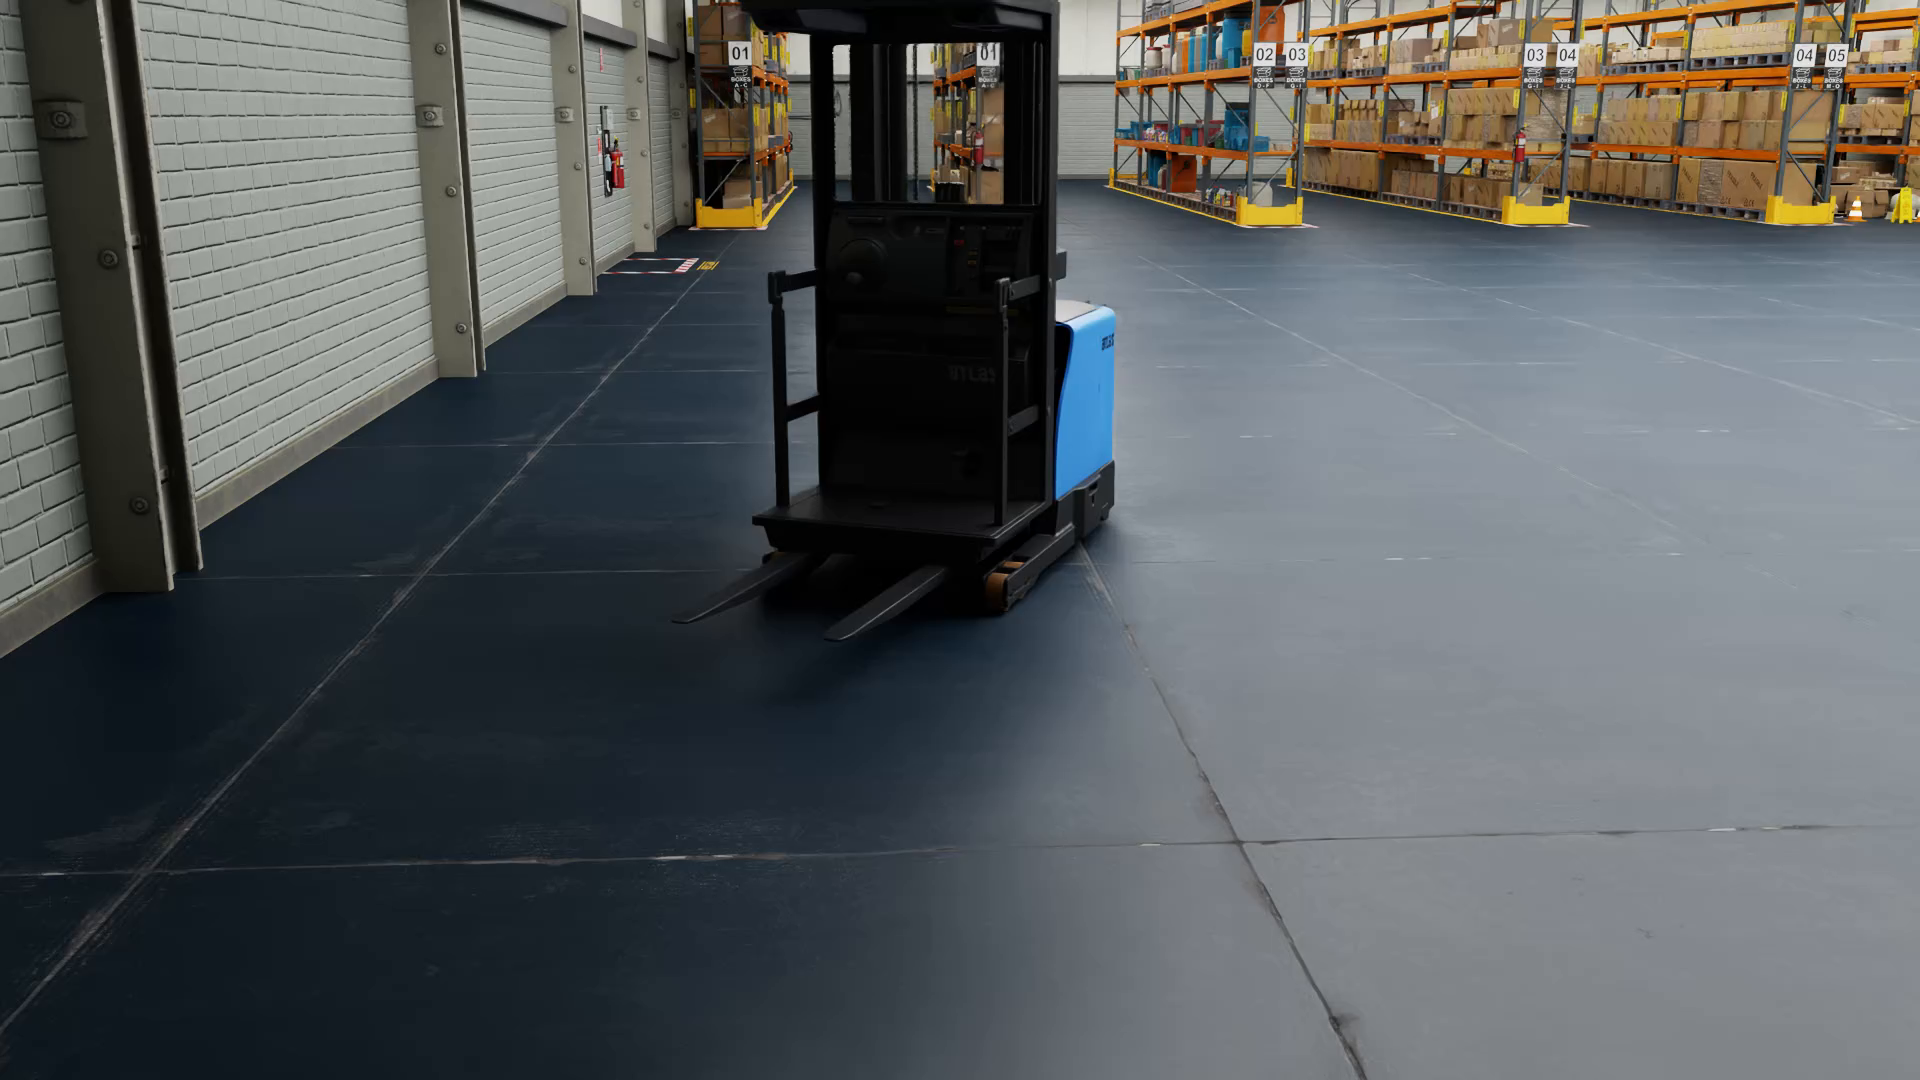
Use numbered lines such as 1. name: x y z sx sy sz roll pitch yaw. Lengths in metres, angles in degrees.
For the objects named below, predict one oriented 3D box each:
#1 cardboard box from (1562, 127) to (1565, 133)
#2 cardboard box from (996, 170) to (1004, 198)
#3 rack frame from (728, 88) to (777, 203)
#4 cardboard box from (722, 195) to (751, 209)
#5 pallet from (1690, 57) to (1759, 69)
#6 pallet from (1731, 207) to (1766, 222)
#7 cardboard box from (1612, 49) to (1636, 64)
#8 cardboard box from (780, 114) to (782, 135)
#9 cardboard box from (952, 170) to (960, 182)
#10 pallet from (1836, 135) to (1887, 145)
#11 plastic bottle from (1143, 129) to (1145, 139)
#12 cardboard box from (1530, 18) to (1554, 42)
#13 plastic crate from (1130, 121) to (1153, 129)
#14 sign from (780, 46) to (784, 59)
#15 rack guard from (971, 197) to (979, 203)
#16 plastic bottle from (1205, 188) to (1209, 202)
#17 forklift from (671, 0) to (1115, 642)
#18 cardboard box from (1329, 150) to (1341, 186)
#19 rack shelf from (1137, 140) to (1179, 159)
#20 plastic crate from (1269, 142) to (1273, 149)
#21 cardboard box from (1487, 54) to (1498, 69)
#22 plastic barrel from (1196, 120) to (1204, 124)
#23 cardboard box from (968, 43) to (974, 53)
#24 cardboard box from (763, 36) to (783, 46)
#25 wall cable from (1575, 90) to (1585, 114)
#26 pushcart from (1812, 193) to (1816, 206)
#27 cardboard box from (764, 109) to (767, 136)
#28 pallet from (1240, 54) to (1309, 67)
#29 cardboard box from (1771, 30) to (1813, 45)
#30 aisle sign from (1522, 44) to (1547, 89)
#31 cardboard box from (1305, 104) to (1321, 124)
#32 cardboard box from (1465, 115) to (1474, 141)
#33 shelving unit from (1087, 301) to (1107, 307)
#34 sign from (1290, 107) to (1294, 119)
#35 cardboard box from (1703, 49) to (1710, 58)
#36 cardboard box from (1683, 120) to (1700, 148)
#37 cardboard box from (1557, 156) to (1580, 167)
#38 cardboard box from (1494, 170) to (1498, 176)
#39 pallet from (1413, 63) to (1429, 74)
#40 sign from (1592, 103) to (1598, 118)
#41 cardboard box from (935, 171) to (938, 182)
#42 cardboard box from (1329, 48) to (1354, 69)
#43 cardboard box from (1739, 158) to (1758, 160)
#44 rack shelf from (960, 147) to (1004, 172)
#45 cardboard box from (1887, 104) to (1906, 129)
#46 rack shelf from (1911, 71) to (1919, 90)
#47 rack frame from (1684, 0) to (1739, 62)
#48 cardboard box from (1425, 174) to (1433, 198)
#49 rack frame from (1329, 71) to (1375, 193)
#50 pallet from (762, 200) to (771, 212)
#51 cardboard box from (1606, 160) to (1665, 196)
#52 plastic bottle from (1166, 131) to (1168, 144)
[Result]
1. cardboard box: 14.587 -9.810 39.794 0.380 0.149 0.250 -2 15 -6
2. cardboard box: 0.944 -6.661 31.065 0.500 0.500 0.500 -1 14 -3
3. rack frame: -4.652 -9.077 37.285 1.000 3.000 0.127 -1 14 -3
4. cardboard box: -4.109 -6.172 30.506 0.500 0.311 0.500 -3 15 -10
5. pallet: 15.424 -9.569 33.356 1.003 0.211 1.213 -1 14 -3
6. pallet: 15.504 -6.215 31.759 1.003 0.211 1.213 -1 14 -3
7. cardboard box: 14.962 -10.836 37.236 0.500 0.311 0.500 -1 14 -3
8. cardboard box: -4.578 -10.036 40.176 0.500 0.500 0.500 -1 14 -3
9. cardboard box: 0.102 -7.905 36.282 0.500 0.311 0.500 -1 14 -5
10. pallet: 20.234 -8.875 36.884 1.003 0.211 1.213 -1 14 -3
11. plastic bottle: 4.585 -10.070 41.380 0.061 0.283 0.133 -1 14 -3
12. cardboard box: 10.853 -9.577 31.409 0.500 0.500 0.500 -1 14 -4
13. plastic crate: 4.948 -11.185 45.288 0.616 0.435 0.499 -1 14 -3
14. sign: -4.359 -11.938 40.716 0.100 0.325 0.005 -1 14 -3
15. rack guard: 0.789 -5.948 30.141 1.175 0.500 0.348 -1 14 -3
16. plastic bottle: 5.066 -7.041 33.964 0.097 0.271 0.097 0 14 0
17. forklift: -0.207 -1.237 6.951 1.130 2.935 3.031 5 15 20
18. cardboard box: 9.991 -9.317 41.638 1.225 0.875 0.875 -1 14 -3
19. rack shelf: 5.112 -9.379 39.902 1.077 0.370 4.000 -1 14 -3
20. plastic crate: 5.837 -7.707 32.491 0.530 0.136 0.437 -1 14 -3
21. cardboard box: 10.335 -9.064 31.518 0.500 0.250 0.500 -1 14 -2
22. plastic barrel: 5.567 -9.185 37.432 0.600 0.536 0.708 -1 14 -3
23. cardboard box: 0.419 -9.266 31.055 0.500 0.311 0.500 1 14 3
24. cardboard box: -4.664 -12.248 41.344 0.500 0.500 0.500 -1 14 -4
25. wall cable: 19.202 -13.358 51.822 0.585 1.953 0.123 -1 14 -3
26. pushcart: 18.046 -7.147 35.046 1.648 0.377 0.936 -6 16 -23
27. cardboard box: -4.029 -8.145 32.421 0.500 0.500 0.500 -1 14 -4
28. pallet: 5.778 -8.809 30.602 1.003 0.211 1.213 -1 14 -3
29. cardboard box: 15.323 -9.261 30.643 0.500 0.250 0.500 -1 14 -3
30. aisle sign: 10.380 -8.556 30.042 0.394 0.787 0.004 -1 14 -3
31. cardboard box: 9.513 -11.354 44.334 0.500 0.500 0.500 -1 14 -5
32. cardboard box: 10.521 -8.143 32.859 0.875 0.500 0.500 -1 14 -3
33. shelving unit: 0.594 -0.701 8.644 0.252 1.050 0.215 -6 16 -23
34. sign: 9.130 -11.746 45.764 0.100 0.325 0.005 -1 14 -3
35. cardboard box: 15.099 -9.724 33.239 0.380 0.149 0.250 -1 14 -4
36. cardboard box: 15.419 -8.344 34.135 0.875 0.550 0.550 -1 14 -3
37. cardboard box: 14.774 -9.132 40.167 0.500 0.250 0.500 -1 14 -2
38. cardboard box: 14.558 -9.855 44.589 0.380 0.149 0.250 0 14 -1
39. pallet: 10.428 -10.086 35.565 1.213 0.211 1.003 -1 14 -3
40. sign: 14.595 -9.869 38.200 0.100 0.325 0.005 -1 14 -3
41. cardboard box: -0.391 -9.637 44.097 0.500 0.250 0.500 -1 14 -3
42. cardboard box: 9.823 -12.248 42.345 0.700 0.500 0.500 -2 15 -7
43. cardboard box: 20.005 -9.251 41.383 0.875 0.875 0.875 0 14 -2
44. rack shelf: 0.664 -7.314 31.876 1.077 0.370 4.000 -1 14 -3
45. cardboard box: 20.061 -8.972 35.236 0.500 0.500 0.500 -1 14 -4
46. rack shelf: 20.442 -9.071 32.687 1.077 0.370 4.000 -1 14 -3
47. rack frame: 15.384 -11.268 33.762 1.000 3.000 0.127 -1 14 -3
48. cardboard box: 10.400 -7.586 35.624 0.700 0.500 0.500 -1 14 -4
49. rack frame: 9.932 -10.301 42.043 1.000 3.000 0.127 -1 14 -3
50. pallet: -4.454 -6.925 34.518 1.003 0.211 1.213 -1 14 -3
51. cardboard box: 15.142 -8.101 37.166 1.050 0.750 0.750 -1 14 -3
52. plastic bottle: 4.785 -9.267 38.259 0.061 0.283 0.133 -1 14 -3
